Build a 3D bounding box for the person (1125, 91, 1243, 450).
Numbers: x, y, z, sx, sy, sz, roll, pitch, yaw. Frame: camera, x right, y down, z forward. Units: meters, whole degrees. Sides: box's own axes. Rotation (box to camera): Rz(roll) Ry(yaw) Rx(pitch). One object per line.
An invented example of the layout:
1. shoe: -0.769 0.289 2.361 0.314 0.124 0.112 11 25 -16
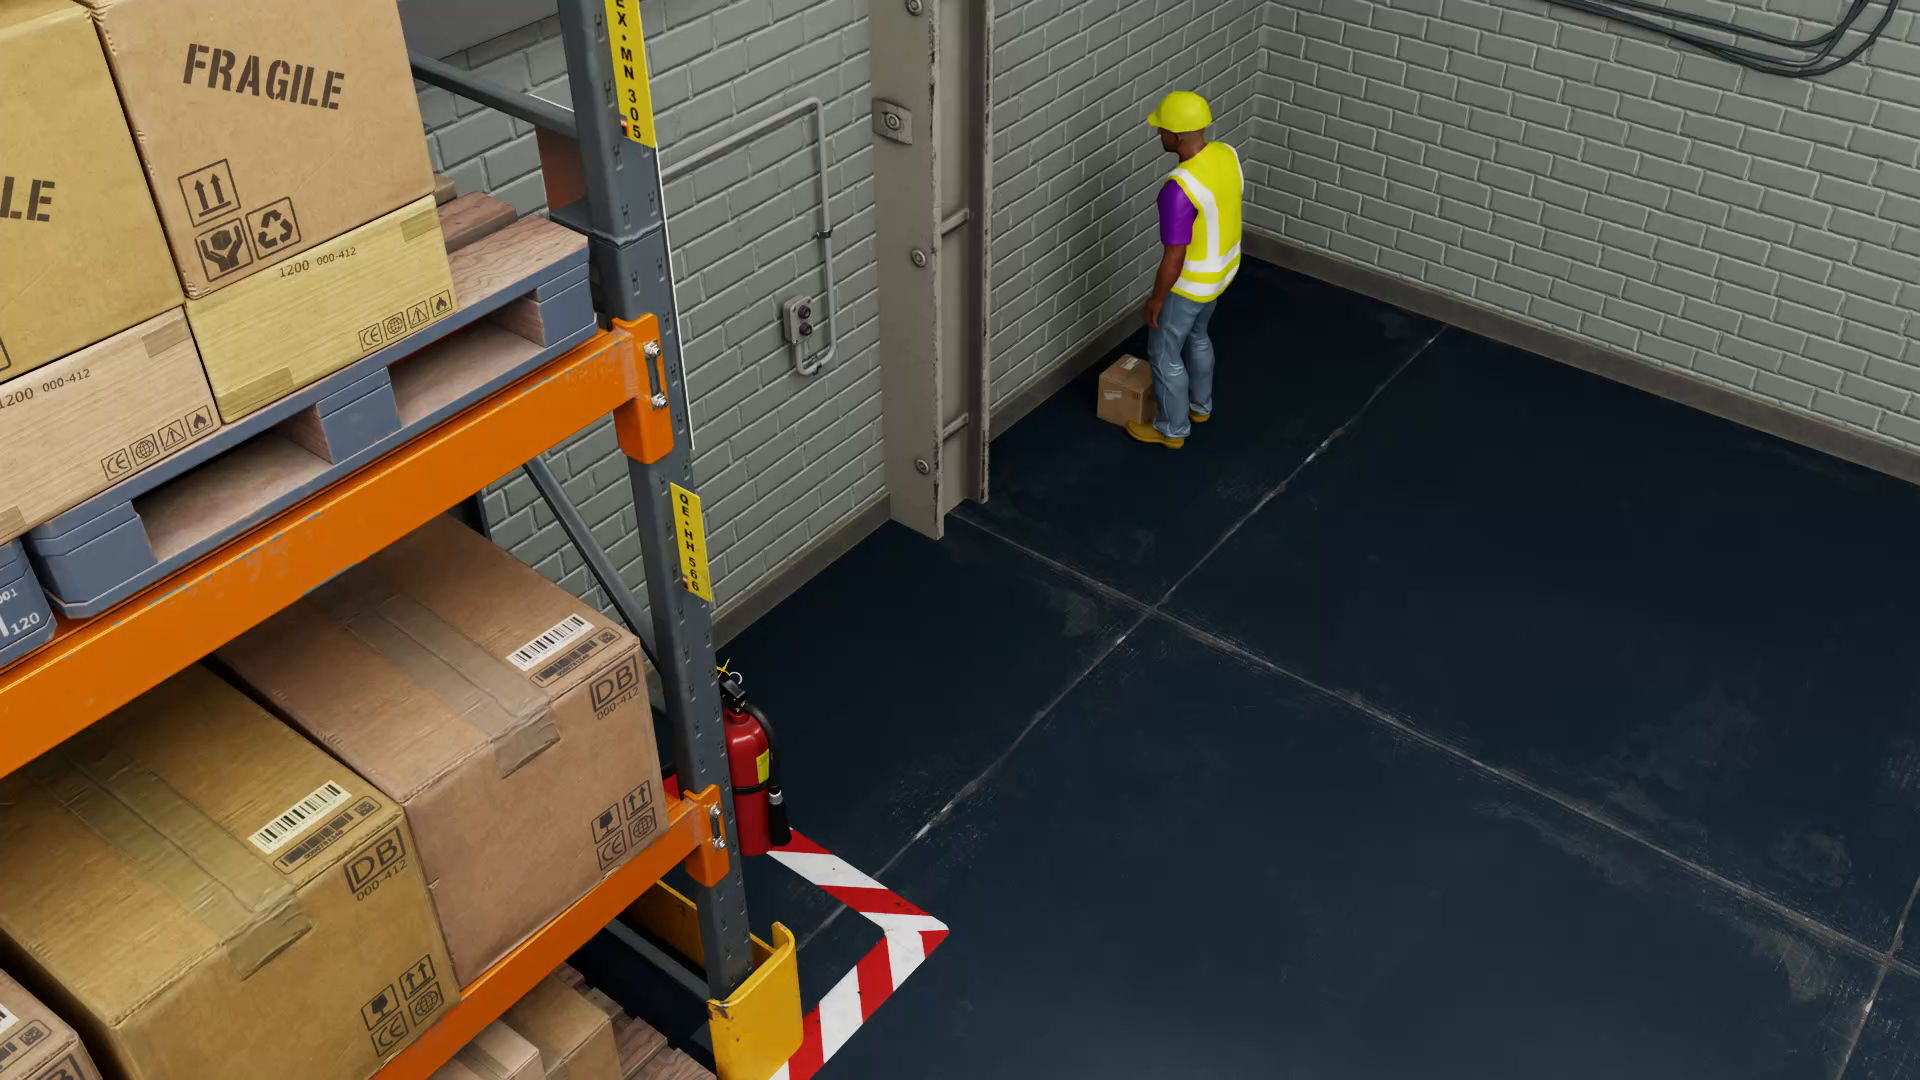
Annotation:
1. person: 1.038 -1.232 7.681 0.460 1.759 0.630 23 44 26
